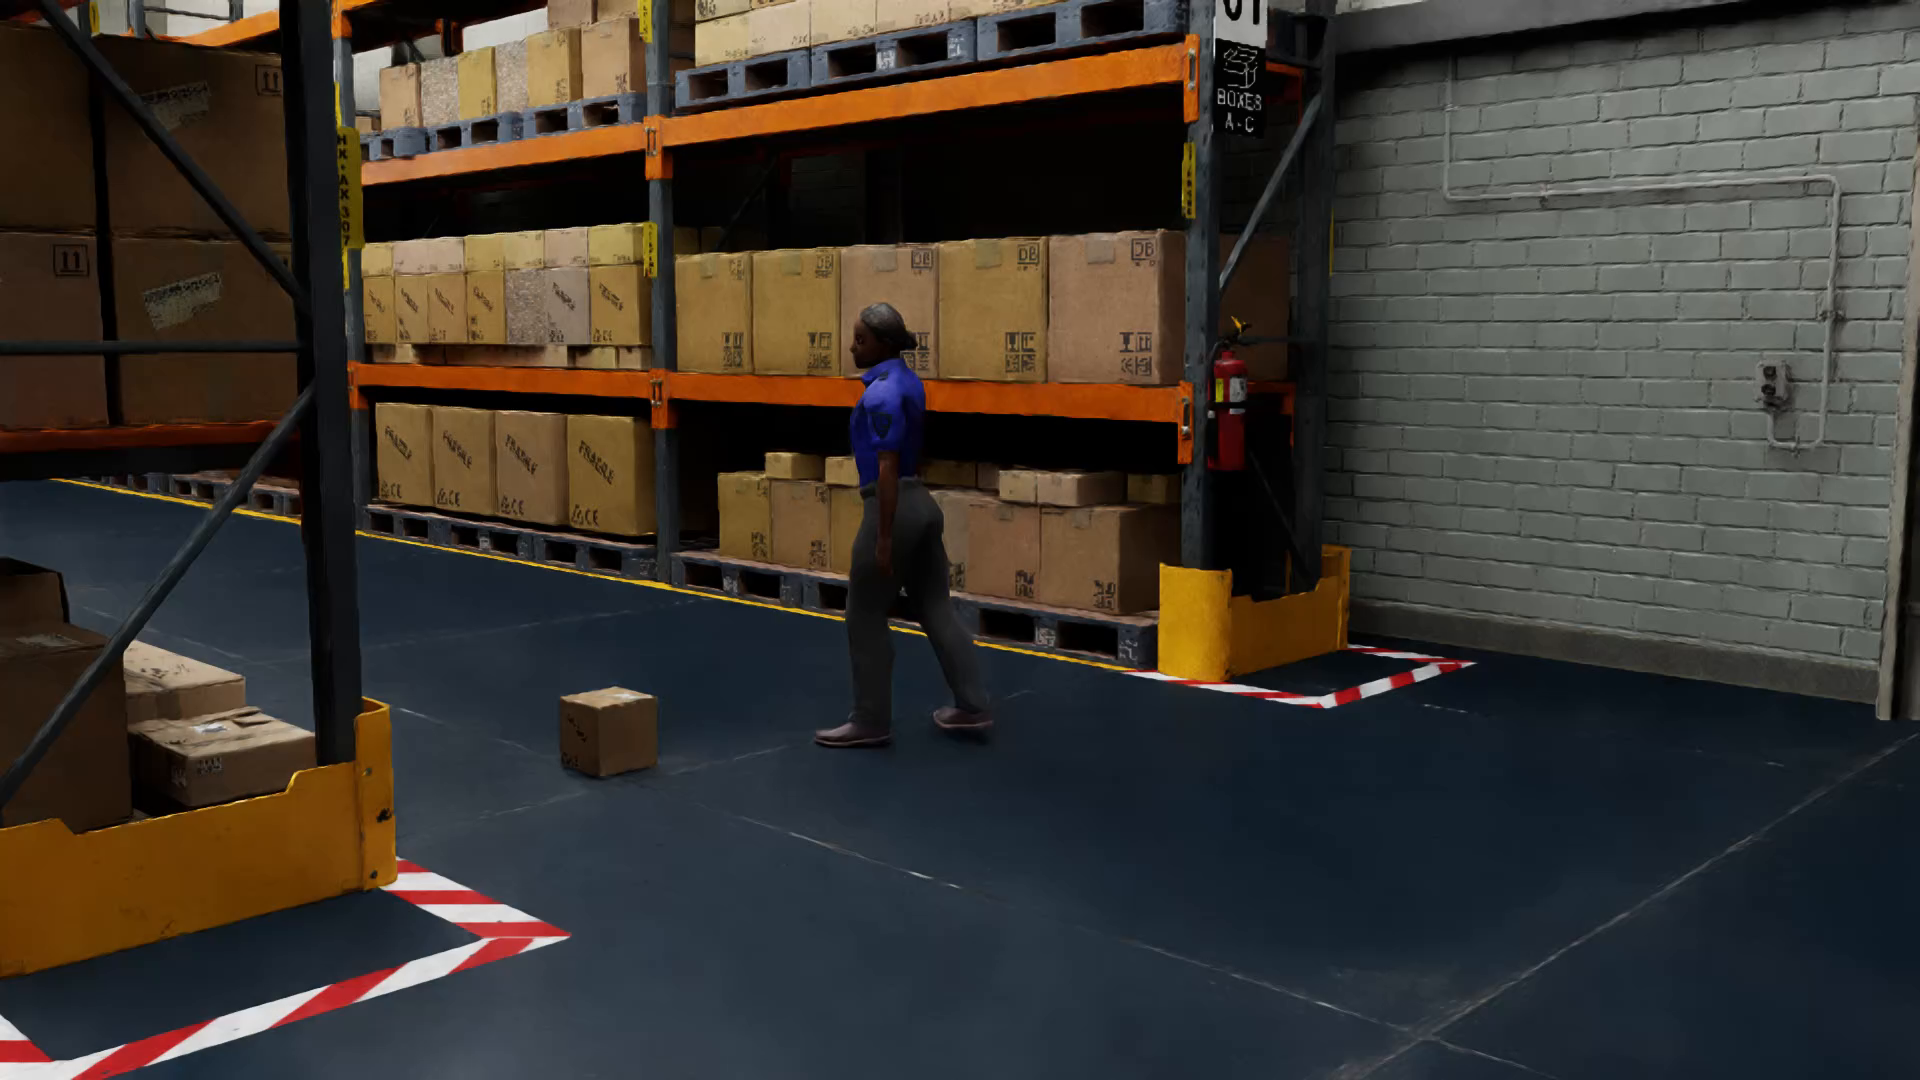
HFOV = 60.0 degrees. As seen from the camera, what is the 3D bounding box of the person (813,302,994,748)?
[{"bbox_3d":[-0.210,-0.053,6.216,0.650,1.654,0.469,2,7,16],"label":"person"}]
